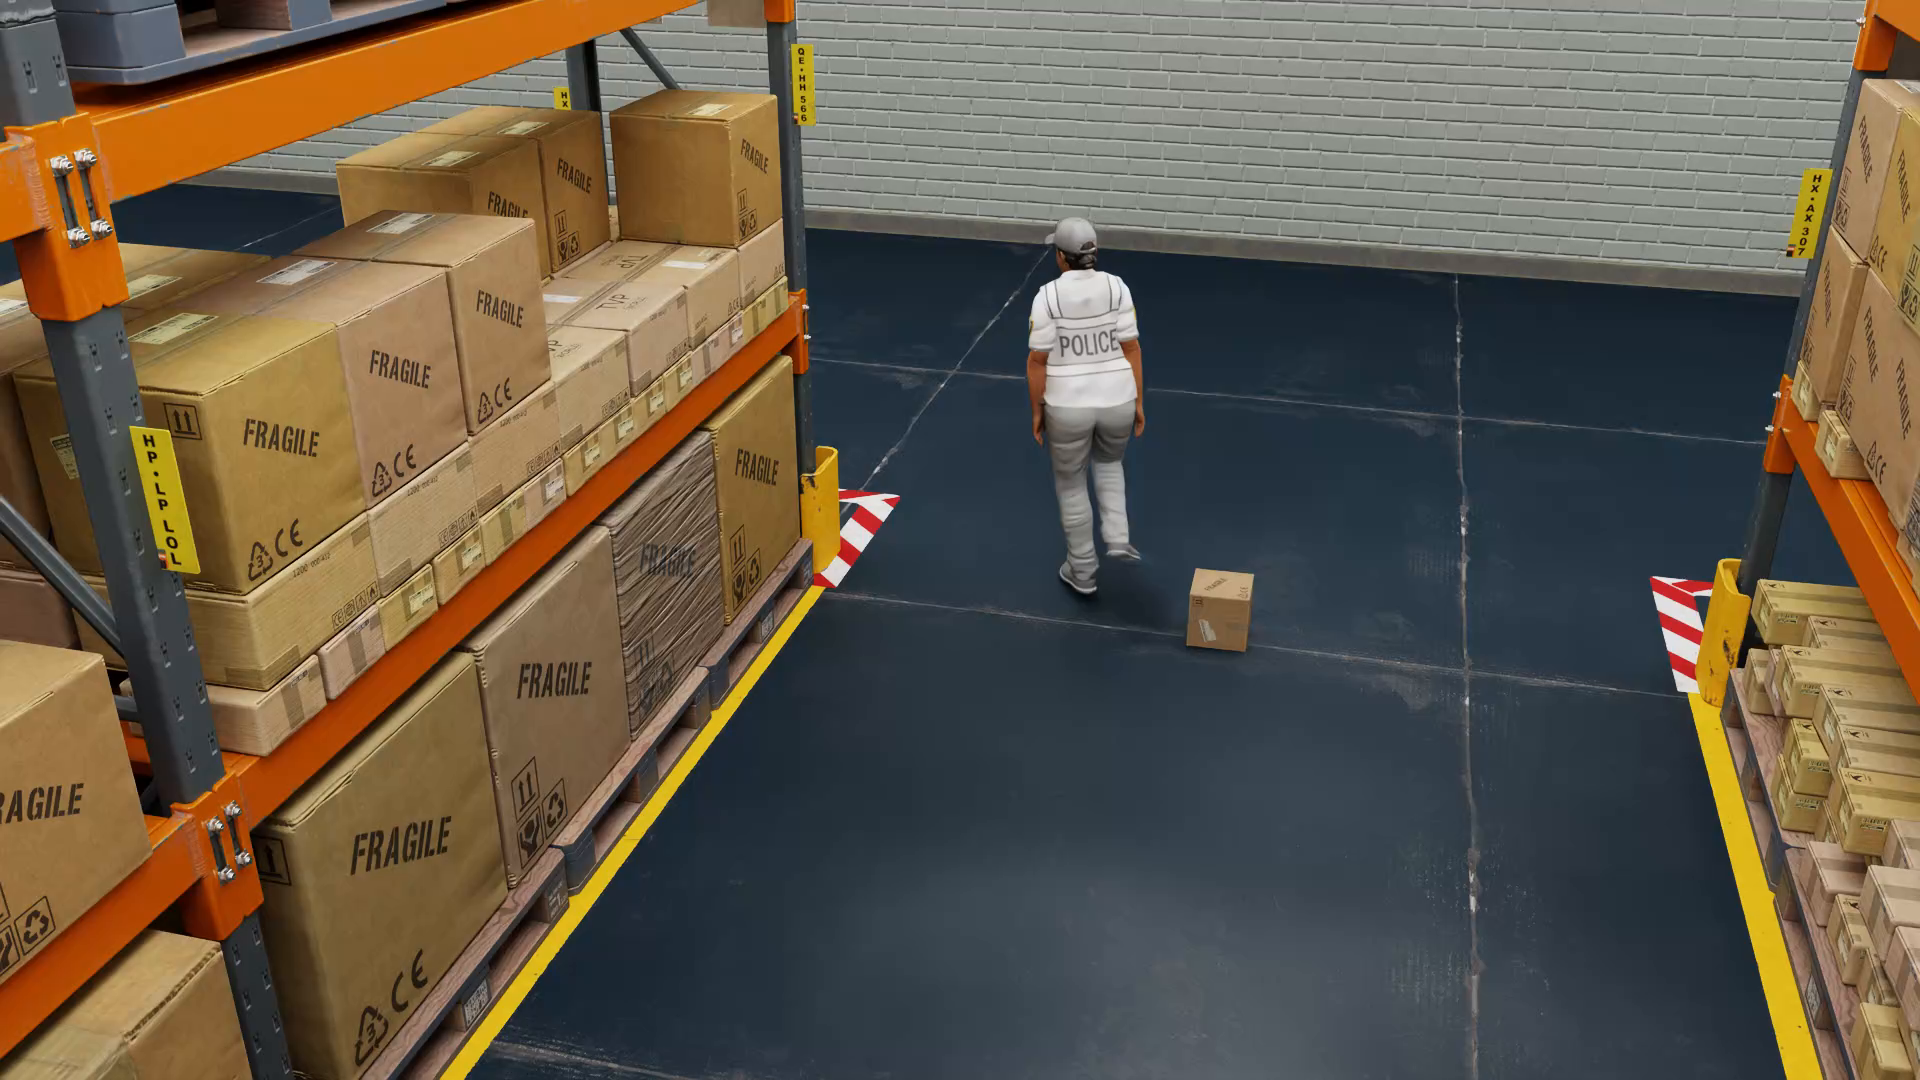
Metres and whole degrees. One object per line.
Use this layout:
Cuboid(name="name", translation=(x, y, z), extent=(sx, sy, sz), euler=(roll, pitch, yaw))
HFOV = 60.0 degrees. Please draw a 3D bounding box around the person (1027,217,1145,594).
Cuboid(name="person", translation=(0.549, -0.590, 7.320), extent=(0.537, 1.651, 0.481), euler=(-6, 26, -13))
